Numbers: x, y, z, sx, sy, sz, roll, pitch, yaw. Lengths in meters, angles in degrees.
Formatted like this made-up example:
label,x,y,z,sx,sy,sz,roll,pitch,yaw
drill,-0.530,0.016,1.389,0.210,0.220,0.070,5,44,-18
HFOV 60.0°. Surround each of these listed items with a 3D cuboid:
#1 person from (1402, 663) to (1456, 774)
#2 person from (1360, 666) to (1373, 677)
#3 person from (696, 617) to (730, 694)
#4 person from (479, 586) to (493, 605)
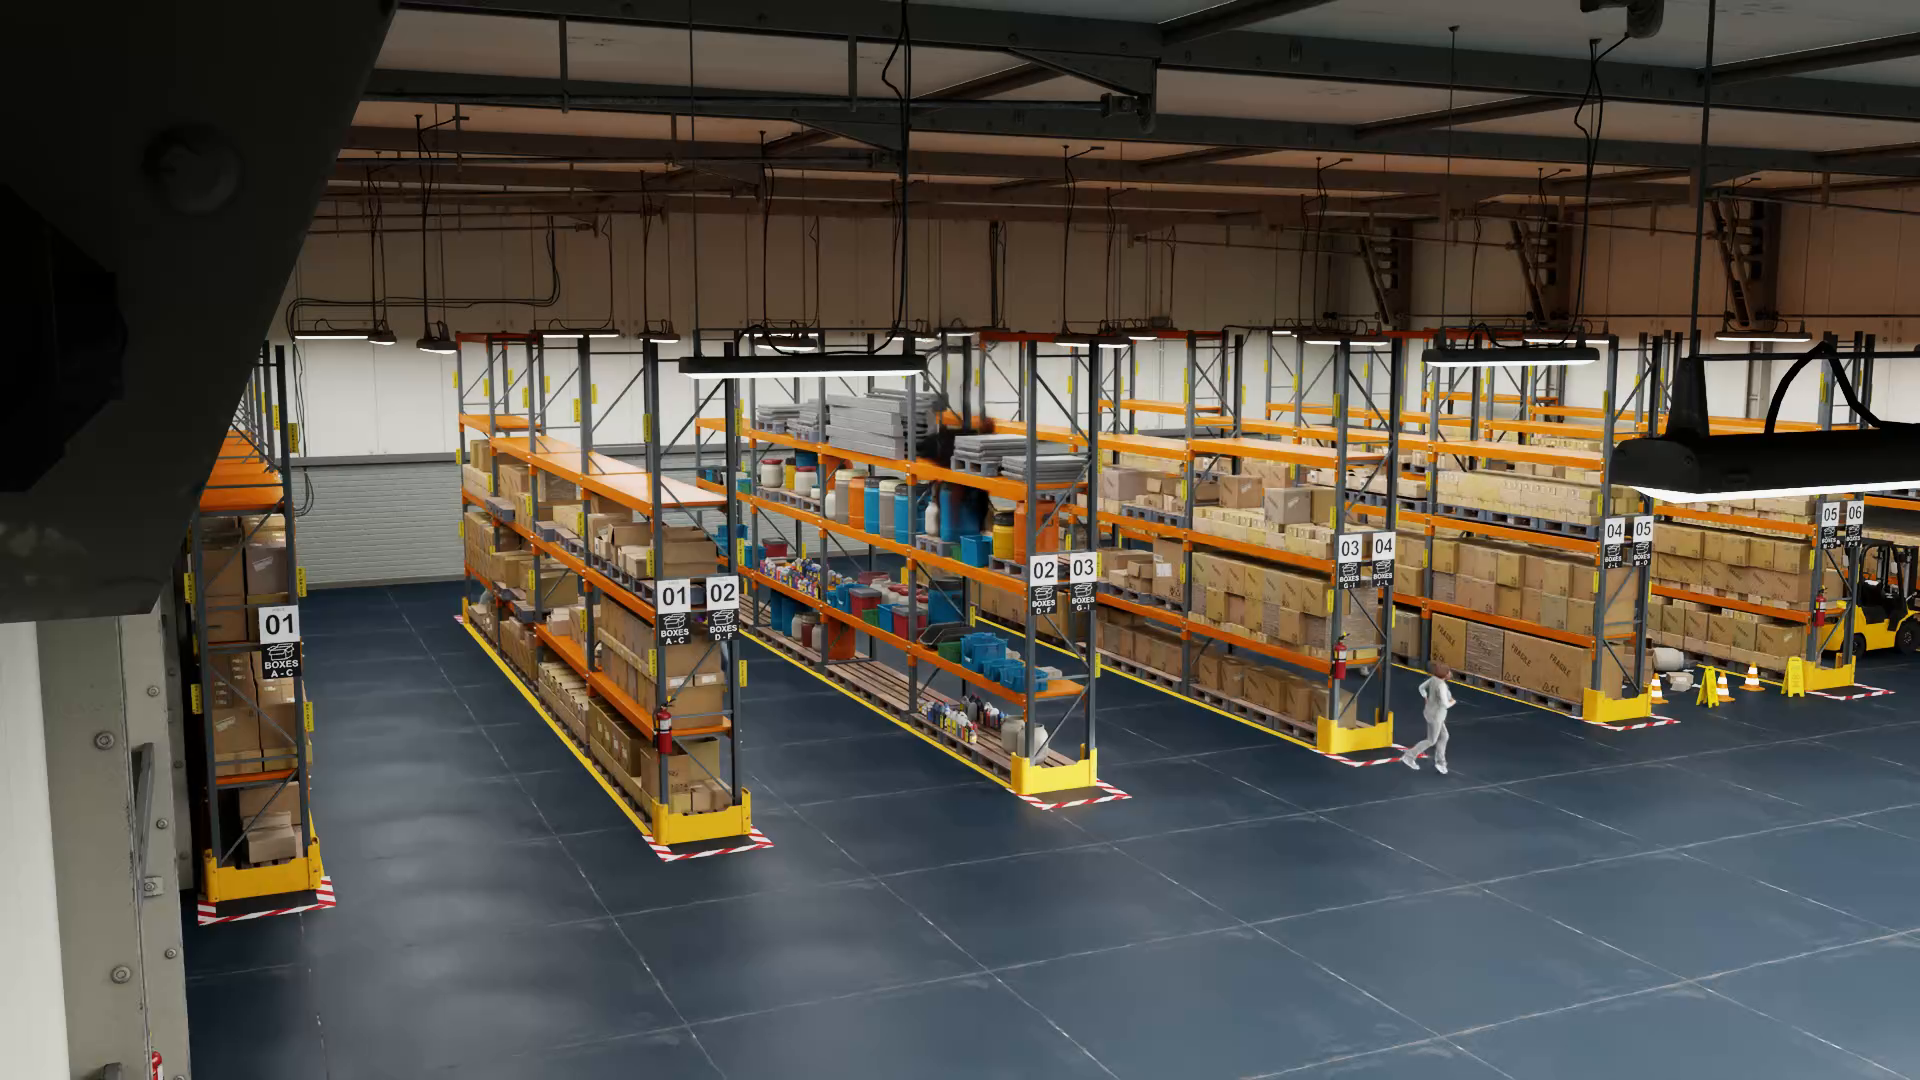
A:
label,x,y,z,sx,sy,sz,roll,pitch,yaw
person,6.496,2.507,22.957,0.692,1.663,0.572,0,8,1
person,6.996,1.488,29.361,0.696,1.765,0.896,-4,9,-27
person,-4.125,1.699,27.962,0.666,1.811,0.734,-5,9,-34
person,-10.121,0.708,35.768,0.543,1.629,0.577,0,8,0
